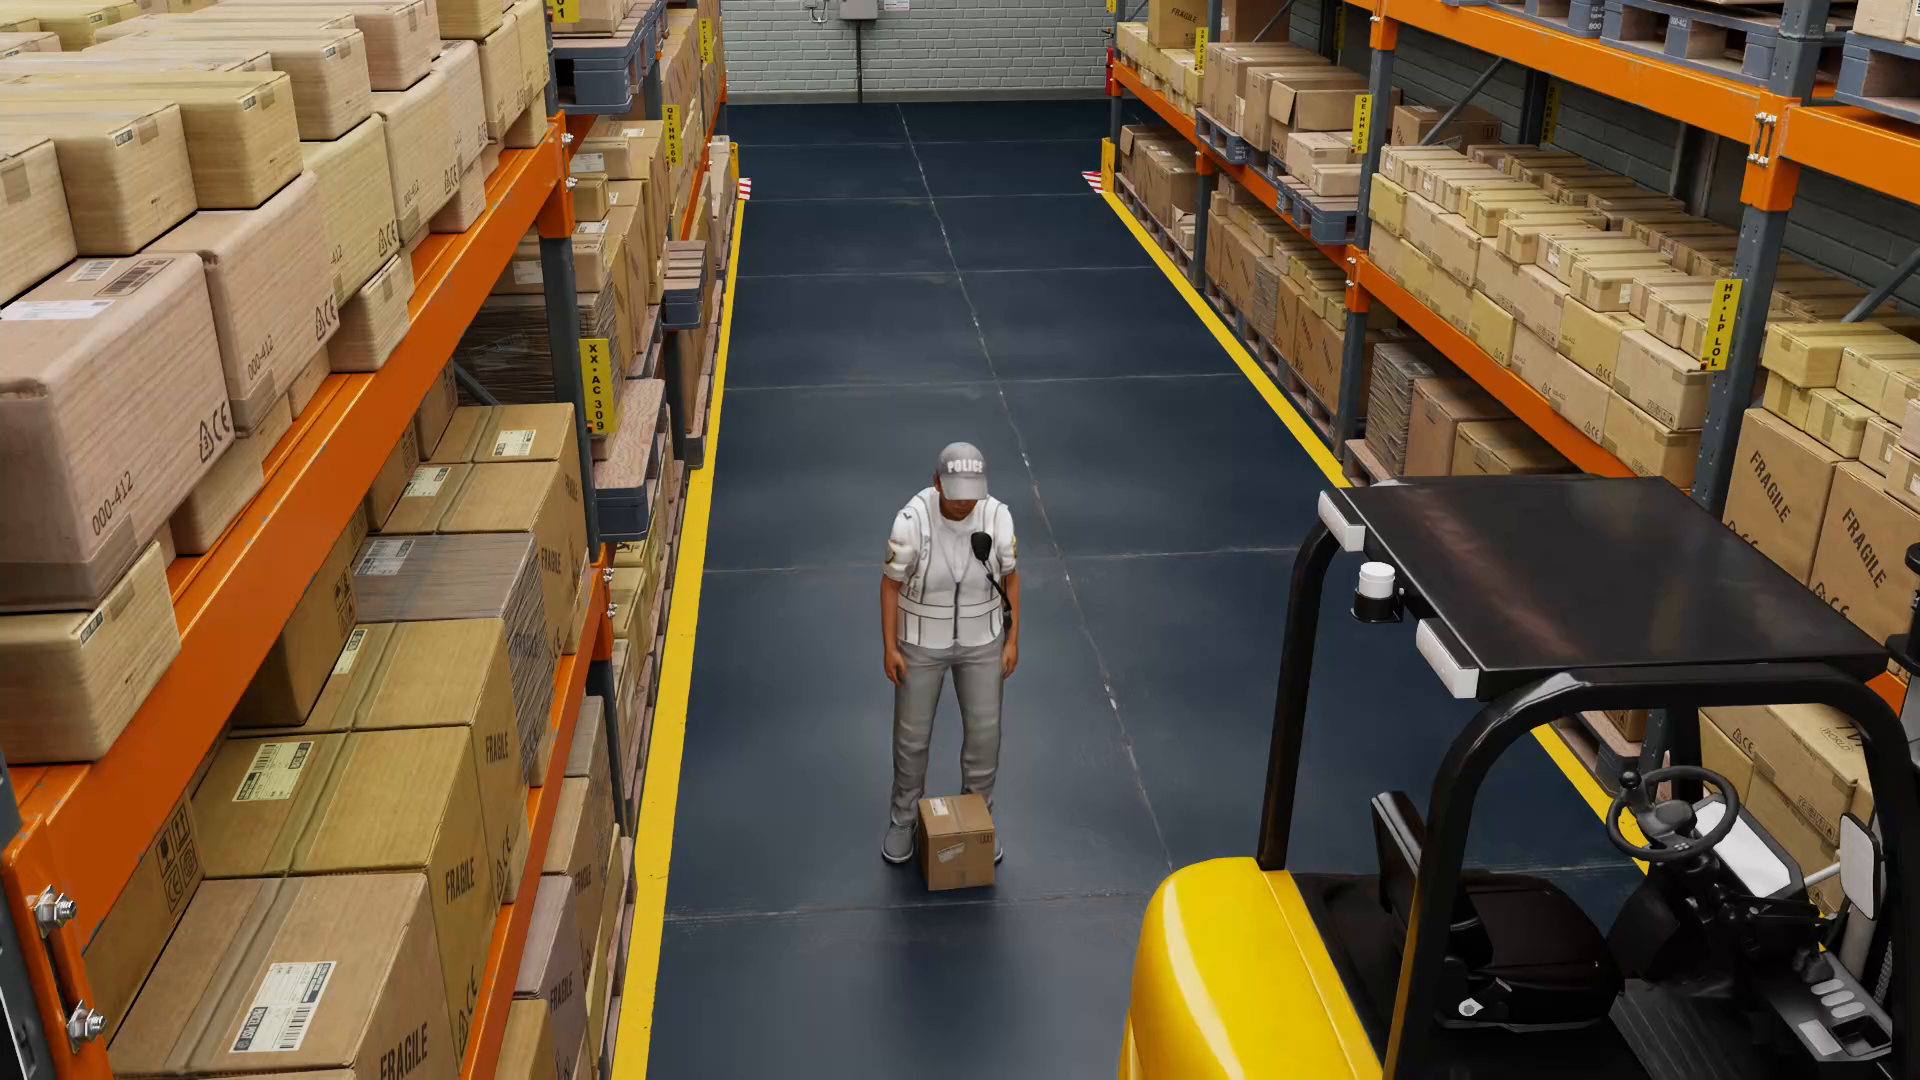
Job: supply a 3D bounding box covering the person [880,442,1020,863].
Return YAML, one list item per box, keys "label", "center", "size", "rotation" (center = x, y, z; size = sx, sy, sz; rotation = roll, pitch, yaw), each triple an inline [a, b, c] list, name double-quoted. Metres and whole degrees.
- label: "person"
  center: [-0.041, 0.404, 6.181]
  size: [0.548, 1.664, 0.470]
  rotation: [-3, 24, -7]
